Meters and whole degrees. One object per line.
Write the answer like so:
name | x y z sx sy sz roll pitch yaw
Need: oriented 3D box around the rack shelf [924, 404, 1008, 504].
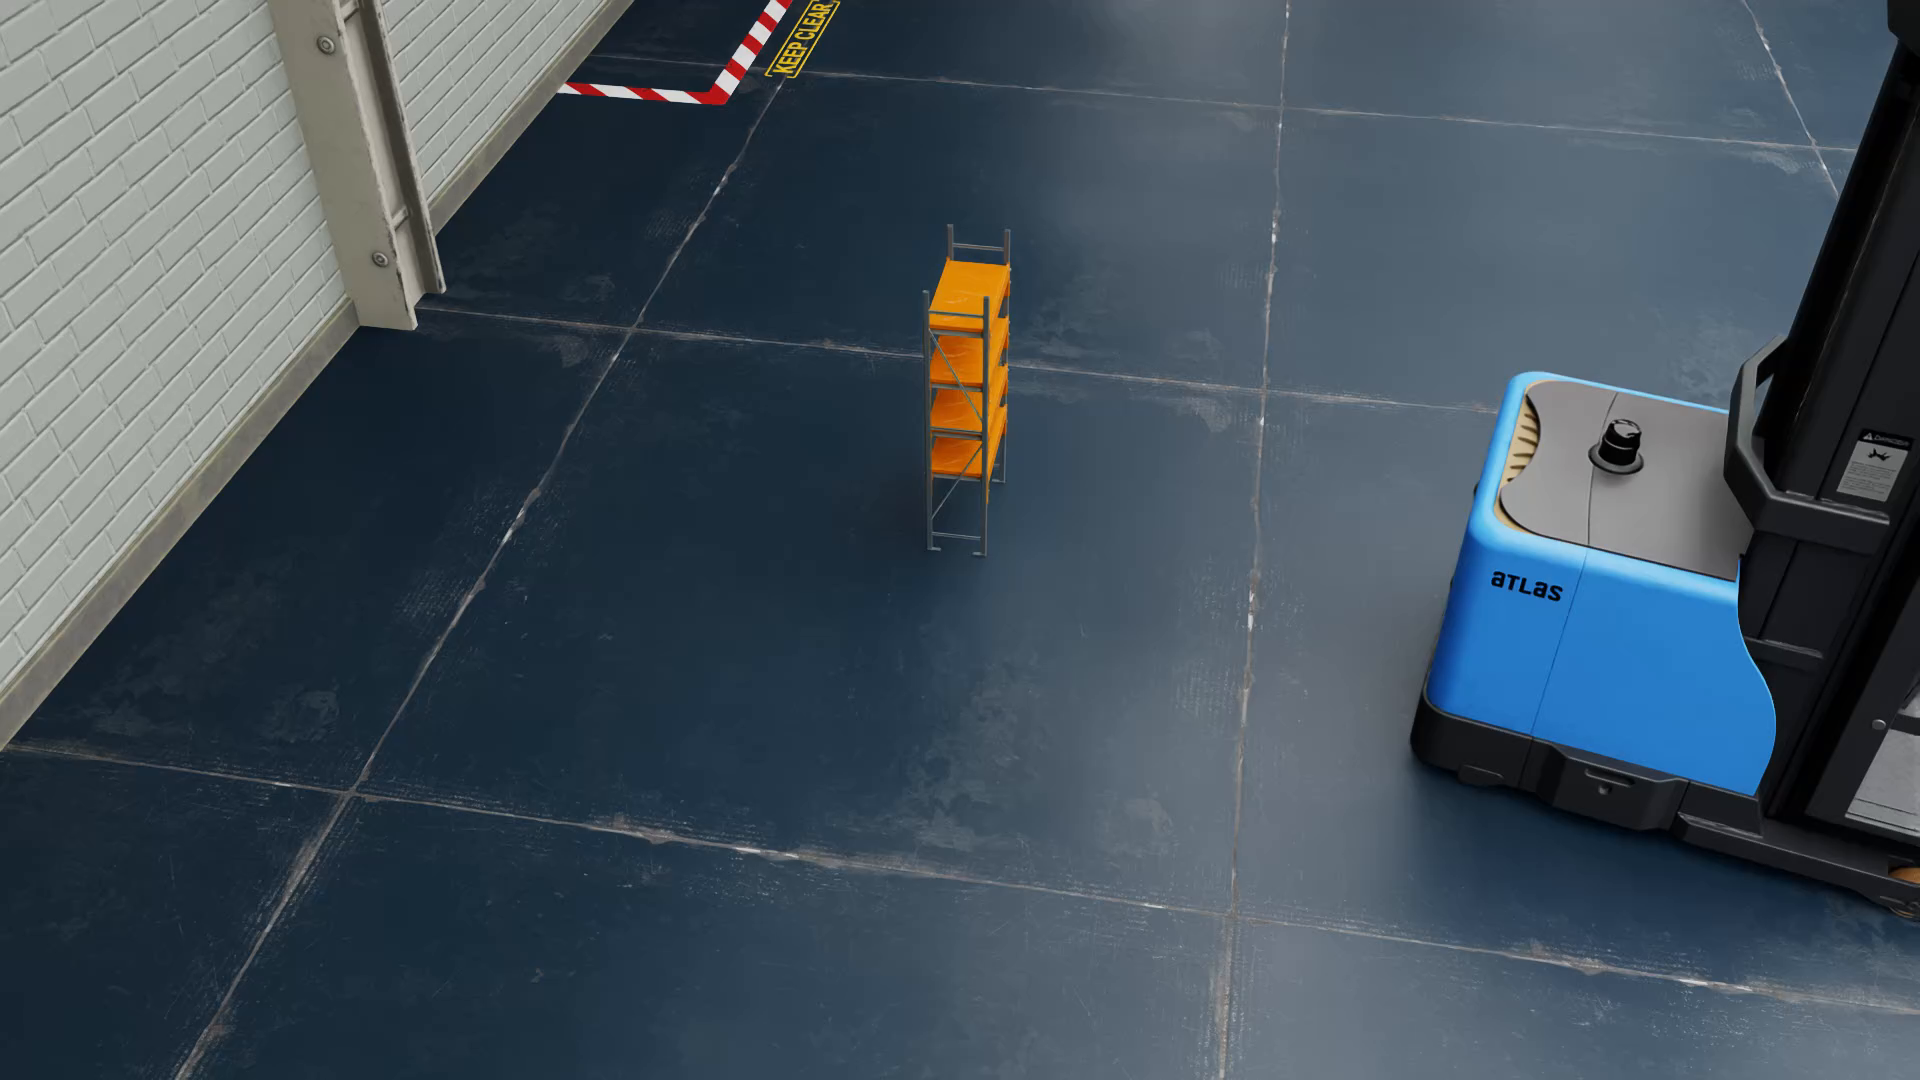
rack shelf | 0.029 -0.361 6.663 0.258 0.148 0.480 6 40 8

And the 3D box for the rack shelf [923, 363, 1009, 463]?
rack shelf | 0.029 -0.514 6.536 0.258 0.148 0.480 6 40 8

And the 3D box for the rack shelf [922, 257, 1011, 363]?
rack shelf | 0.029 -0.869 6.243 0.258 0.148 0.480 6 40 8

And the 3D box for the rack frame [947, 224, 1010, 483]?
rack frame | 0.071 -0.719 6.679 0.240 1.200 0.015 6 40 8

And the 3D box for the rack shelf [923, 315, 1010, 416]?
rack shelf | 0.029 -0.687 6.394 0.258 0.148 0.480 6 40 8

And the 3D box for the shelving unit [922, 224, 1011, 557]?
shelving unit | 0.029 -0.566 6.493 0.258 1.200 0.503 6 40 8

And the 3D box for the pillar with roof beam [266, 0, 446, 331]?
pillar with roof beam | 1.504 -4.138 4.693 9.100 9.000 0.400 6 40 8

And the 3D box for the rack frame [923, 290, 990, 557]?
rack frame | -0.014 -0.413 6.308 0.240 1.200 0.015 6 40 8

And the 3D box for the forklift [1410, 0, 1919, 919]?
forklift | 3.133 -0.266 4.771 3.031 2.935 1.130 15 42 17
